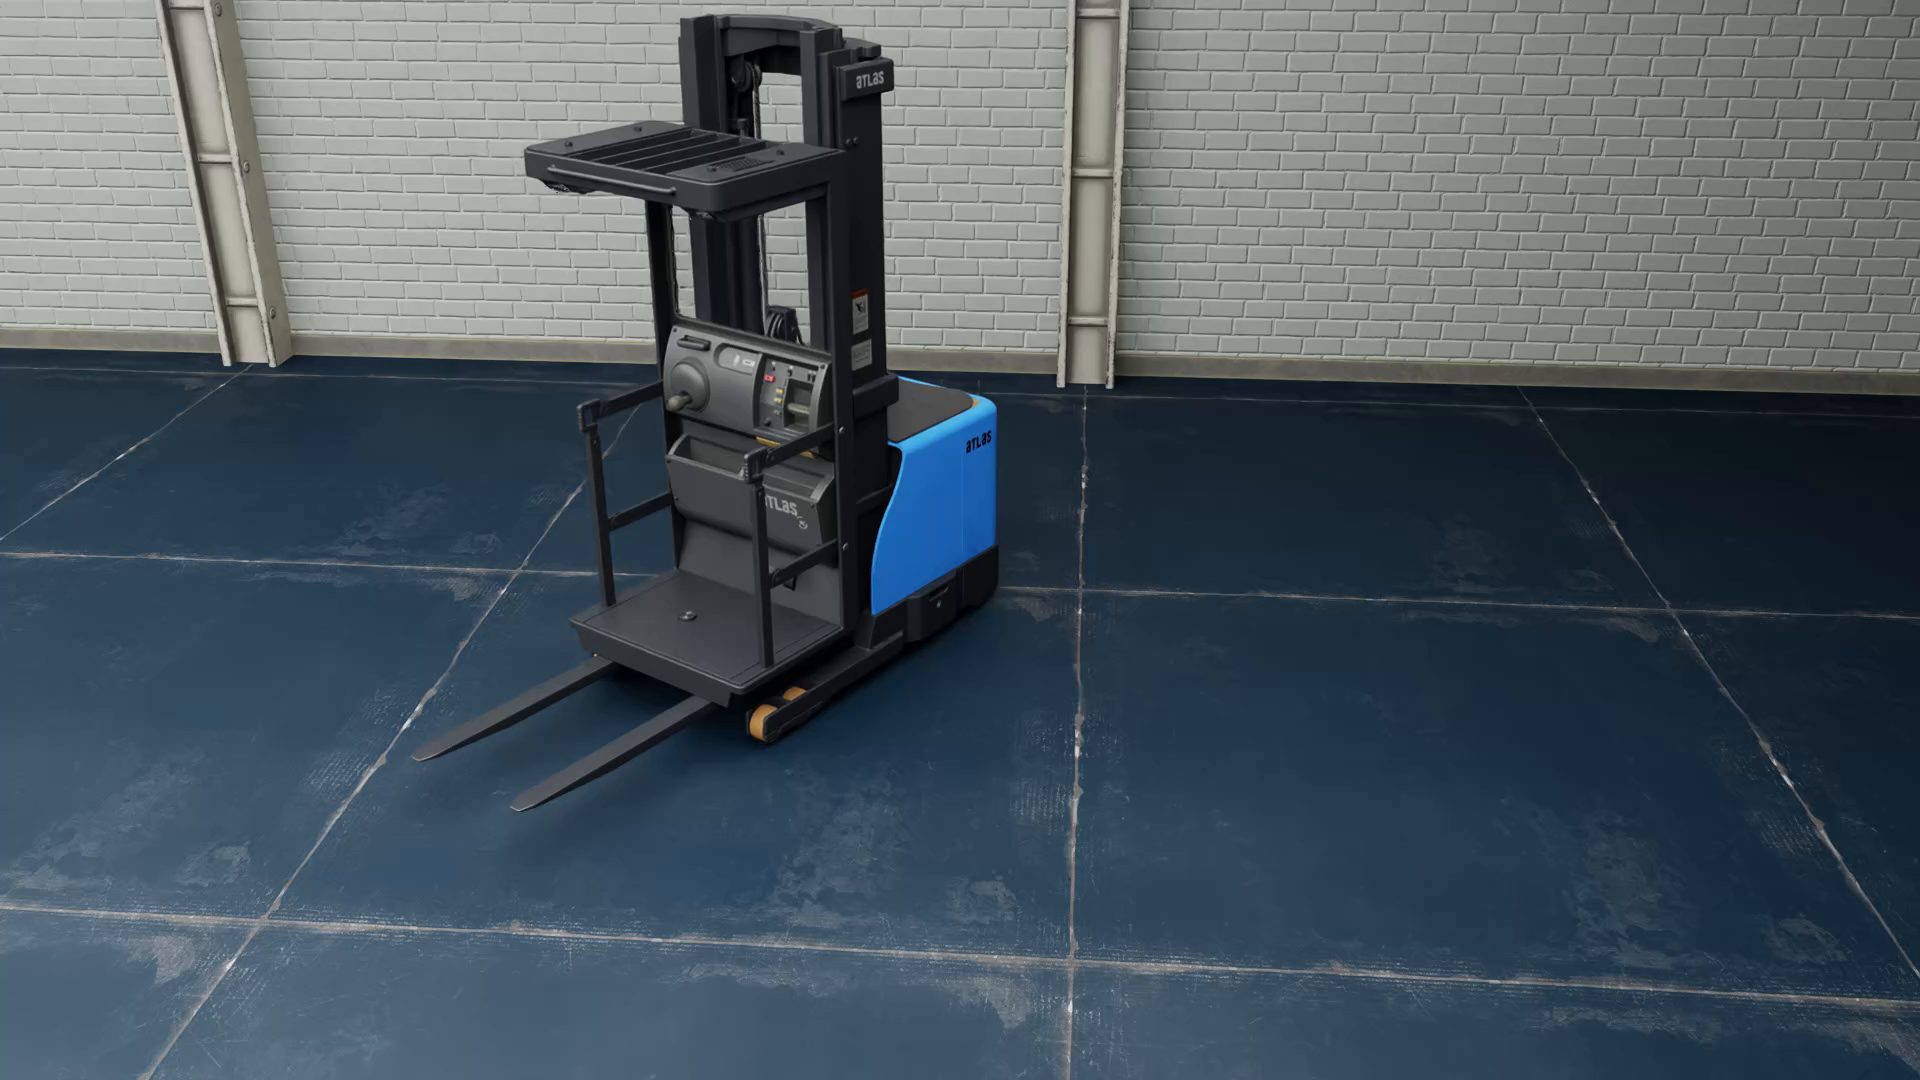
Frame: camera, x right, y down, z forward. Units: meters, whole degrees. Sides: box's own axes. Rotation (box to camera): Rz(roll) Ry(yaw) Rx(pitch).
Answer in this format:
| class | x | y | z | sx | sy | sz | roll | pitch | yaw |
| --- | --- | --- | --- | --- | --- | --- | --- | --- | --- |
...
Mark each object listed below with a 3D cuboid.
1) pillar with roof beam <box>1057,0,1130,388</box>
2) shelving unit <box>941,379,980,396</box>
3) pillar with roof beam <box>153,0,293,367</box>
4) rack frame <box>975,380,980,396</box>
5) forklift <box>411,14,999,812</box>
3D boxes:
| class | x | y | z | sx | sy | sz | roll | pitch | yaw |
| --- | --- | --- | --- | --- | --- | --- | --- | --- | --- |
| pillar with roof beam | 0.553 | -3.416 | 5.908 | 0.400 | 9.000 | 9.100 | 2 | 25 | 4 |
| shelving unit | -0.008 | -0.409 | 9.062 | 0.210 | 0.900 | 0.258 | 2 | 25 | 4 |
| pillar with roof beam | -5.429 | -3.608 | 6.326 | 0.400 | 9.000 | 9.100 | 2 | 25 | 4 |
| rack frame | 0.093 | -0.406 | 9.055 | 0.006 | 0.900 | 0.240 | 2 | 25 | 4 |
| forklift | -1.079 | -0.671 | 7.201 | 1.130 | 2.935 | 3.031 | 17 | 30 | 33 |
